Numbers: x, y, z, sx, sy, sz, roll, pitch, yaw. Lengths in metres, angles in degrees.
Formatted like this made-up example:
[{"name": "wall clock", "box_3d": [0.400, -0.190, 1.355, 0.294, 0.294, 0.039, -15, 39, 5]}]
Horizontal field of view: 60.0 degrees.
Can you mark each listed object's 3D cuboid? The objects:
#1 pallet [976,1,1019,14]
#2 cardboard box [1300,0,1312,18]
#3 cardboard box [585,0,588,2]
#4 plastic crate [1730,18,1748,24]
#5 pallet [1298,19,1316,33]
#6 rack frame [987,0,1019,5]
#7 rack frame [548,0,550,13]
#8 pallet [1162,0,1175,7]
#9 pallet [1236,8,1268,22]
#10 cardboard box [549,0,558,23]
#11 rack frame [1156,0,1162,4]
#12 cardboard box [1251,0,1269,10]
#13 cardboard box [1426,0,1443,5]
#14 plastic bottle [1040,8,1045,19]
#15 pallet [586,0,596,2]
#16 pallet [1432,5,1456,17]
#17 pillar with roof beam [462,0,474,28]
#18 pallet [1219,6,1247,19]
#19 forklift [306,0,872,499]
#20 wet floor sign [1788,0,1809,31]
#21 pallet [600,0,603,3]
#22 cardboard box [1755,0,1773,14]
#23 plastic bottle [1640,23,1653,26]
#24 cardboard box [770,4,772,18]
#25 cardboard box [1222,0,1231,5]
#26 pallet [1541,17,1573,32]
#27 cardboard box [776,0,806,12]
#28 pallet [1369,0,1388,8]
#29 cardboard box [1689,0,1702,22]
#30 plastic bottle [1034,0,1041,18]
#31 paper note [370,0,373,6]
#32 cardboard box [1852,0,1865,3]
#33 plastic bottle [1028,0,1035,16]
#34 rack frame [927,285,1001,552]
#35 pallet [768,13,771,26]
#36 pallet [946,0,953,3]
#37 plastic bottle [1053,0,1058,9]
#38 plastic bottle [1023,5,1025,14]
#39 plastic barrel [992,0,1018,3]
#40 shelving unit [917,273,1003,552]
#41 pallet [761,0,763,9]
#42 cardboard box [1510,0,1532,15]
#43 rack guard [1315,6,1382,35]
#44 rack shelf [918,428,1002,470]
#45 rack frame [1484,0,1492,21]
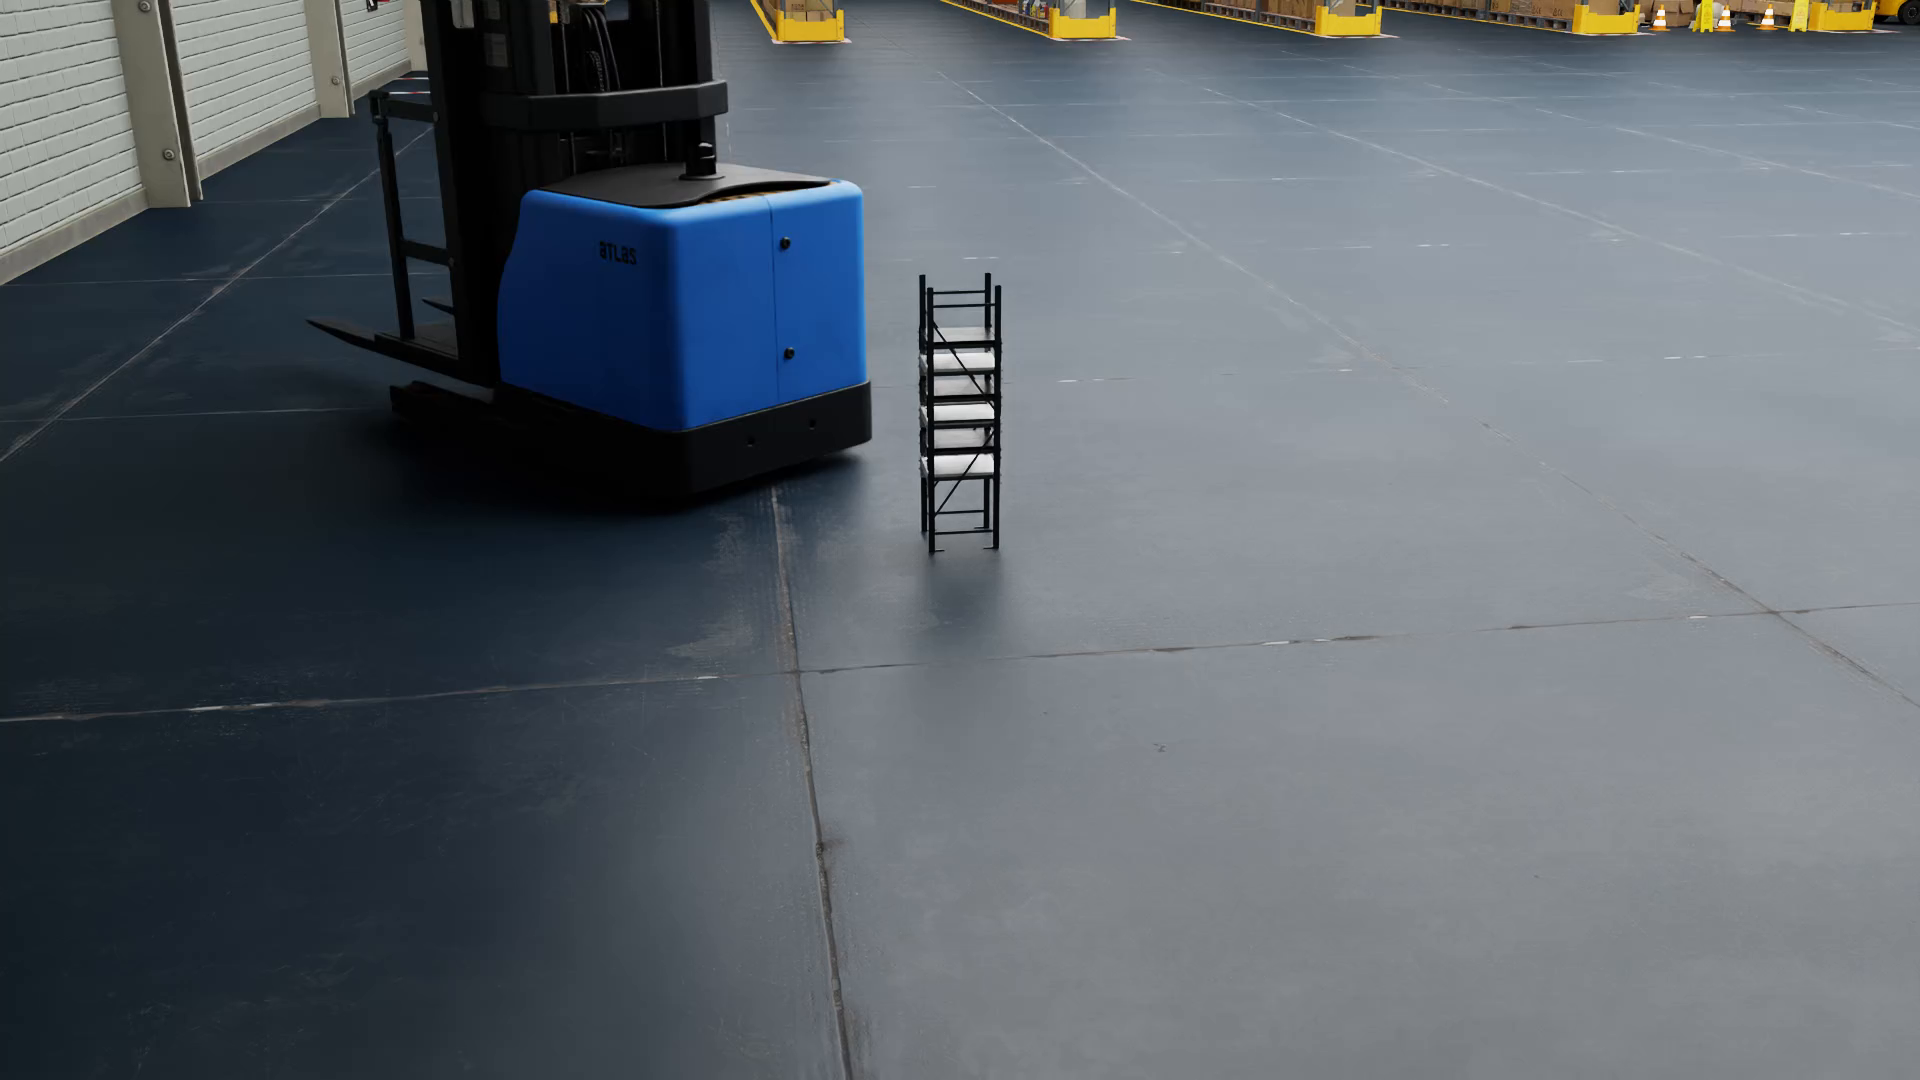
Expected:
[{"name": "pallet", "box_3d": [0.955, -12.204, 38.089, 1.003, 0.211, 1.213, -3, 21, -8]}, {"name": "cardboard box", "box_3d": [6.899, -10.385, 32.206, 0.500, 0.500, 0.500, -1, 21, -3]}, {"name": "cardboard box", "box_3d": [-8.790, -12.494, 37.353, 0.750, 0.750, 0.750, -3, 21, -8]}, {"name": "plastic crate", "box_3d": [15.809, -10.651, 34.119, 0.402, 0.080, 0.583, -11, 23, -26]}, {"name": "pallet", "box_3d": [7.071, -9.722, 31.445, 1.003, 0.211, 1.213, -3, 21, -8]}, {"name": "rack frame", "box_3d": [1.110, -13.239, 36.876, 1.000, 3.000, 0.127, -3, 21, -8]}, {"name": "rack frame", "box_3d": [-7.541, -9.970, 28.122, 1.000, 3.000, 0.127, -3, 21, -8]}, {"name": "pallet", "box_3d": [5.620, -13.304, 41.035, 1.003, 0.211, 1.213, -3, 21, -8]}, {"name": "pallet", "box_3d": [6.474, -11.067, 35.046, 1.003, 0.211, 1.213, -3, 21, -8]}, {"name": "cardboard box", "box_3d": [-7.690, -9.703, 30.351, 0.700, 0.500, 0.500, -4, 21, -11]}, {"name": "rack frame", "box_3d": [5.434, -14.874, 41.252, 1.000, 3.000, 0.127, -3, 21, -8]}, {"name": "cardboard box", "box_3d": [6.520, -11.353, 34.769, 0.700, 0.500, 0.500, -5, 21, -12]}, {"name": "cardboard box", "box_3d": [11.062, -12.329, 37.054, 1.050, 0.750, 0.750, -3, 21, -7]}, {"name": "plastic bottle", "box_3d": [1.564, -9.978, 31.515, 0.097, 0.201, 0.097, 0, 20, 0]}, {"name": "pallet", "box_3d": [-9.085, -12.555, 39.029, 1.003, 0.211, 1.213, -3, 21, -8]}, {"name": "pallet", "box_3d": [11.145, -11.699, 36.739, 1.003, 0.211, 1.213, -3, 21, -8]}, {"name": "pillar with roof beam", "box_3d": [-4.237, -13.196, 28.185, 9.100, 9.000, 0.400, -3, 21, -8]}, {"name": "pallet", "box_3d": [6.295, -11.490, 36.179, 1.003, 0.211, 1.213, -3, 21, -8]}, {"name": "forklift", "box_3d": [-1.770, -1.939, 6.717, 3.031, 2.935, 1.130, 18, 27, 40]}, {"name": "wet floor sign", "box_3d": [15.939, -9.996, 31.558, 0.267, 0.644, 0.232, 4, 21, 11]}, {"name": "pallet", "box_3d": [-9.482, -13.509, 41.583, 1.003, 0.211, 1.213, -3, 21, -8]}, {"name": "cardboard box", "box_3d": [16.440, -10.754, 33.553, 0.500, 0.250, 0.500, -4, 21, -10]}, {"name": "plastic bottle", "box_3d": [13.665, -10.287, 33.170, 0.133, 0.061, 0.283, -11, 23, -26]}, {"name": "cardboard box", "box_3d": [-3.382, -10.165, 31.975, 0.500, 0.250, 0.500, -3, 21, -8]}, {"name": "cardboard box", "box_3d": [6.220, -12.102, 36.774, 0.700, 0.500, 0.500, -5, 21, -12]}, {"name": "pallet", "box_3d": [11.894, -9.901, 31.923, 1.003, 0.211, 1.213, -3, 21, -8]}, {"name": "cardboard box", "box_3d": [-3.011, -9.651, 29.527, 0.500, 0.500, 0.500, -3, 21, -8]}, {"name": "pallet", "box_3d": [10.650, -13.090, 40.462, 1.003, 0.211, 1.213, -3, 21, -8]}, {"name": "cardboard box", "box_3d": [15.202, -10.994, 34.434, 0.500, 0.500, 0.500, 12, 24, 29]}, {"name": "plastic bottle", "box_3d": [1.507, -10.242, 32.008, 0.144, 0.351, 0.185, -2, 21, -6]}, {"name": "paper note", "box_3d": [-7.357, -6.756, 20.776, 0.016, 0.148, 0.142, -3, 21, -8]}, {"name": "cardboard box", "box_3d": [21.004, -12.649, 38.090, 0.875, 0.625, 0.625, -4, 21, -10]}, {"name": "plastic bottle", "box_3d": [1.419, -10.454, 32.575, 0.144, 0.351, 0.185, -4, 21, -10]}, {"name": "rack frame", "box_3d": [0.013, -0.389, 5.472, 0.240, 0.900, 0.006, -3, 21, -8]}, {"name": "pallet", "box_3d": [-3.361, -10.552, 33.668, 1.003, 0.211, 1.213, -3, 21, -8]}, {"name": "pallet", "box_3d": [0.210, -13.994, 42.881, 1.003, 0.211, 1.213, -3, 21, -8]}, {"name": "plastic bottle", "box_3d": [1.922, -10.604, 32.976, 0.144, 0.351, 0.185, -3, 21, -8]}, {"name": "plastic bottle", "box_3d": [1.313, -10.582, 33.131, 0.097, 0.201, 0.097, 0, 20, 0]}, {"name": "plastic barrel", "box_3d": [1.022, -12.588, 37.633, 0.600, 0.830, 0.708, -3, 21, -8]}, {"name": "shelving unit", "box_3d": [-0.001, -0.424, 5.566, 0.258, 0.900, 0.210, -3, 21, -8]}, {"name": "pallet", "box_3d": [-4.214, -12.789, 39.657, 1.003, 0.211, 1.213, -3, 21, -8]}, {"name": "cardboard box", "box_3d": [11.666, -10.987, 33.283, 0.875, 0.875, 0.875, -3, 21, -7]}, {"name": "rack guard", "box_3d": [7.153, -9.574, 30.636, 1.175, 0.500, 0.348, -3, 21, -8]}, {"name": "rack shelf", "box_3d": [-0.001, -0.309, 5.609, 0.258, 0.077, 0.200, -3, 21, -8]}, {"name": "rack frame", "box_3d": [11.510, -12.319, 34.412, 1.000, 3.000, 0.127, -3, 21, -8]}]
